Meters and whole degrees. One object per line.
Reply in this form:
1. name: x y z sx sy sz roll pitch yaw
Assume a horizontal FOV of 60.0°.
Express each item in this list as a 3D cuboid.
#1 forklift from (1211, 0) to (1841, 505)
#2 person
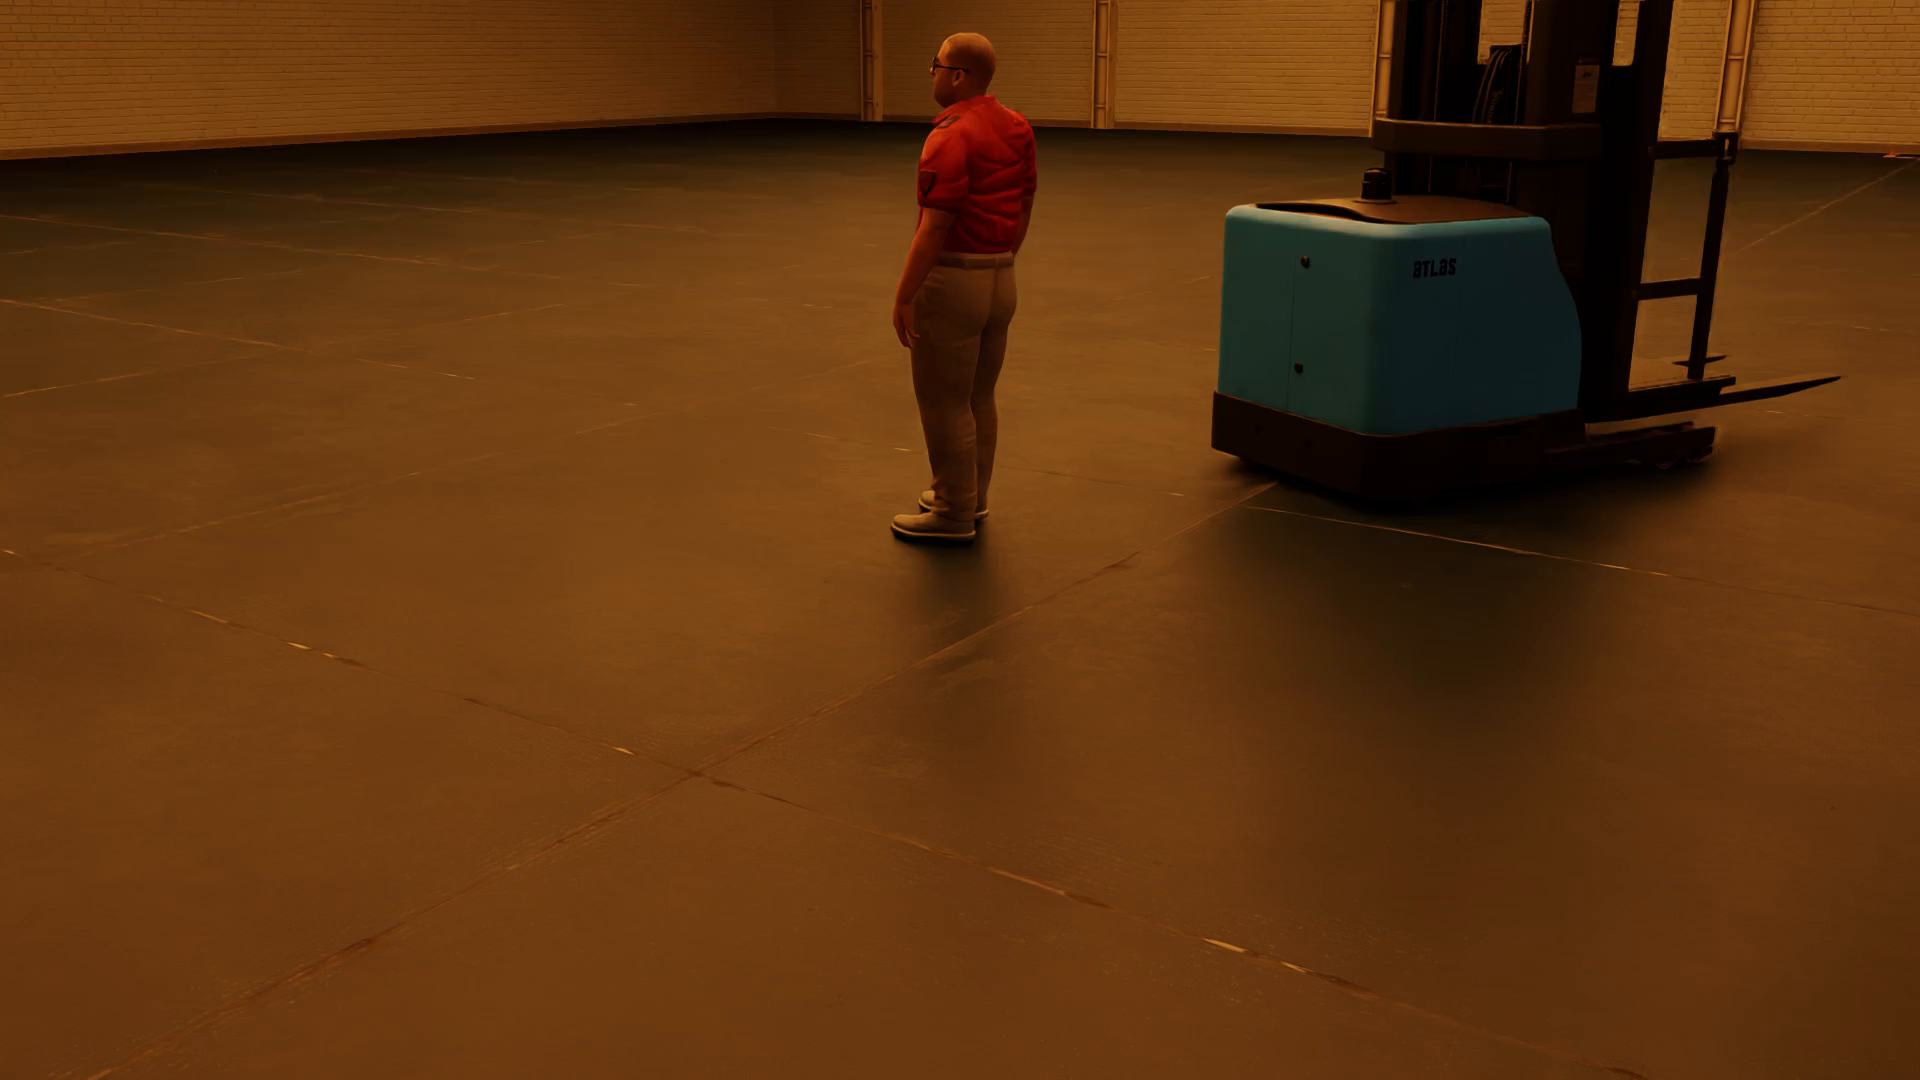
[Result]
1. forklift: 2.600 -1.820 6.920 3.031 2.935 1.130 -9 19 -28
2. person: -0.068 -0.853 5.757 0.550 1.727 0.641 11 20 33
